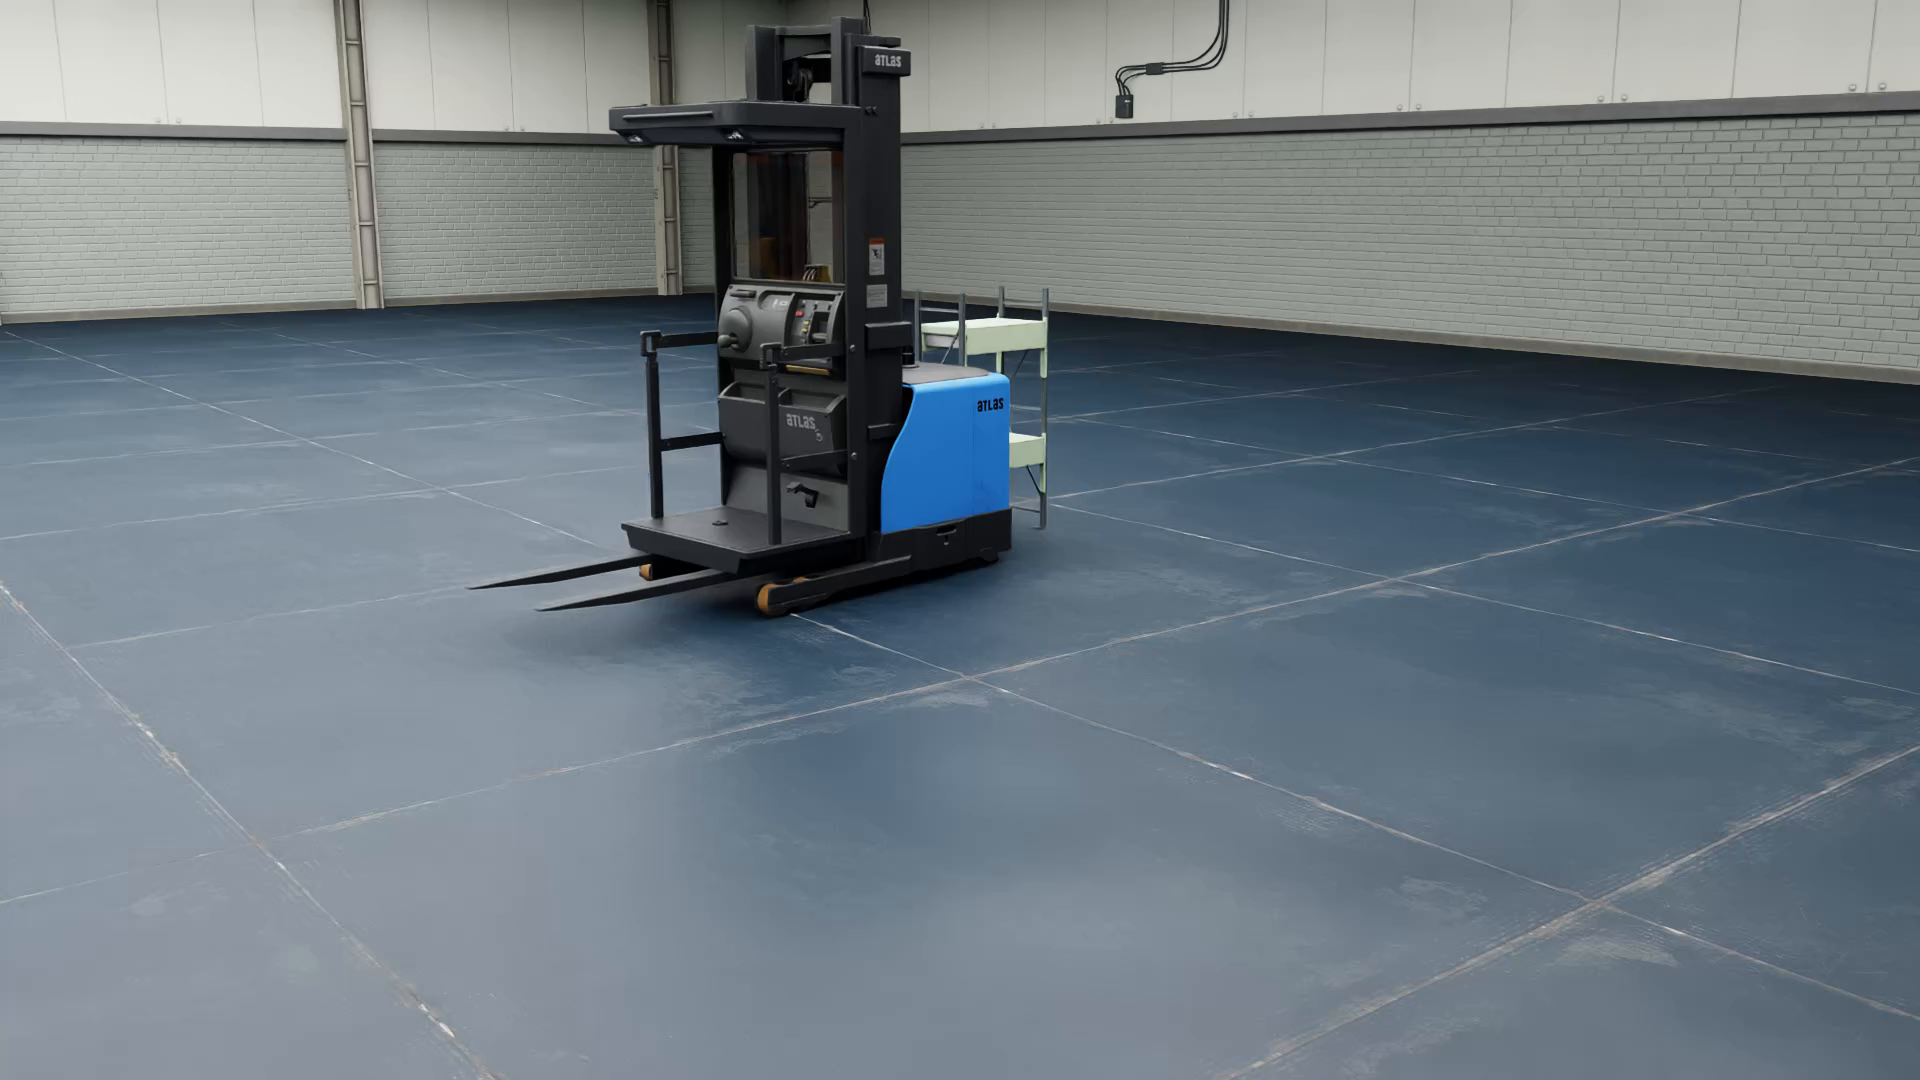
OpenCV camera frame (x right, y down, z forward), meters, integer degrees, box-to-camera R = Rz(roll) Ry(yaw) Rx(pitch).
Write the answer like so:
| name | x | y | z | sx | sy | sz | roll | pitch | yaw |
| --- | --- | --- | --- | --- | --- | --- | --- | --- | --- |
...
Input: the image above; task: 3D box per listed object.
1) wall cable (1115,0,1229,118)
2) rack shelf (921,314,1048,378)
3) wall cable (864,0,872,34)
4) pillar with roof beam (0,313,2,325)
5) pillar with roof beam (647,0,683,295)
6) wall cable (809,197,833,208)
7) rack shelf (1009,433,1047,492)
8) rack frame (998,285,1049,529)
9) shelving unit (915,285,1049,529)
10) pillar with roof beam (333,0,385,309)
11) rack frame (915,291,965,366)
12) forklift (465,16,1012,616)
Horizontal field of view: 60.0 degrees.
| name | x | y | z | sx | sy | sz | roll | pitch | yaw |
| --- | --- | --- | --- | --- | --- | --- | --- | --- | --- |
| wall cable | 3.259 | -9.590 | 25.438 | 0.169 | 6.003 | 2.305 | -9 | 15 | -38 |
| rack shelf | 0.136 | -1.158 | 10.092 | 0.431 | 0.370 | 0.720 | 11 | 17 | 43 |
| wall cable | -0.969 | -9.981 | 30.784 | 0.112 | 2.526 | 3.097 | -9 | 15 | -38 |
| pillar with roof beam | -12.467 | -7.045 | 21.641 | 0.400 | 9.000 | 9.100 | -9 | 15 | -38 |
| pillar with roof beam | -3.096 | -8.602 | 28.974 | 0.400 | 9.000 | 9.100 | -9 | 15 | -38 |
| wall cable | -2.659 | -7.949 | 33.375 | 0.112 | 2.526 | 3.097 | -9 | 15 | -38 |
| rack shelf | 0.136 | -0.457 | 10.241 | 0.431 | 0.370 | 0.720 | 11 | 17 | 43 |
| rack frame | 0.391 | -0.831 | 10.430 | 0.400 | 1.500 | 0.023 | 11 | 17 | 43 |
| shelving unit | 0.136 | -0.776 | 10.174 | 0.431 | 1.500 | 0.755 | 11 | 17 | 43 |
| pillar with roof beam | -7.781 | -7.823 | 25.307 | 0.400 | 9.000 | 9.100 | -9 | 15 | -38 |
| rack frame | -0.119 | -0.722 | 9.917 | 0.400 | 1.500 | 0.023 | 11 | 17 | 43 |
| forklift | -1.091 | -1.170 | 8.583 | 1.130 | 2.935 | 3.031 | 11 | 17 | 43 |
